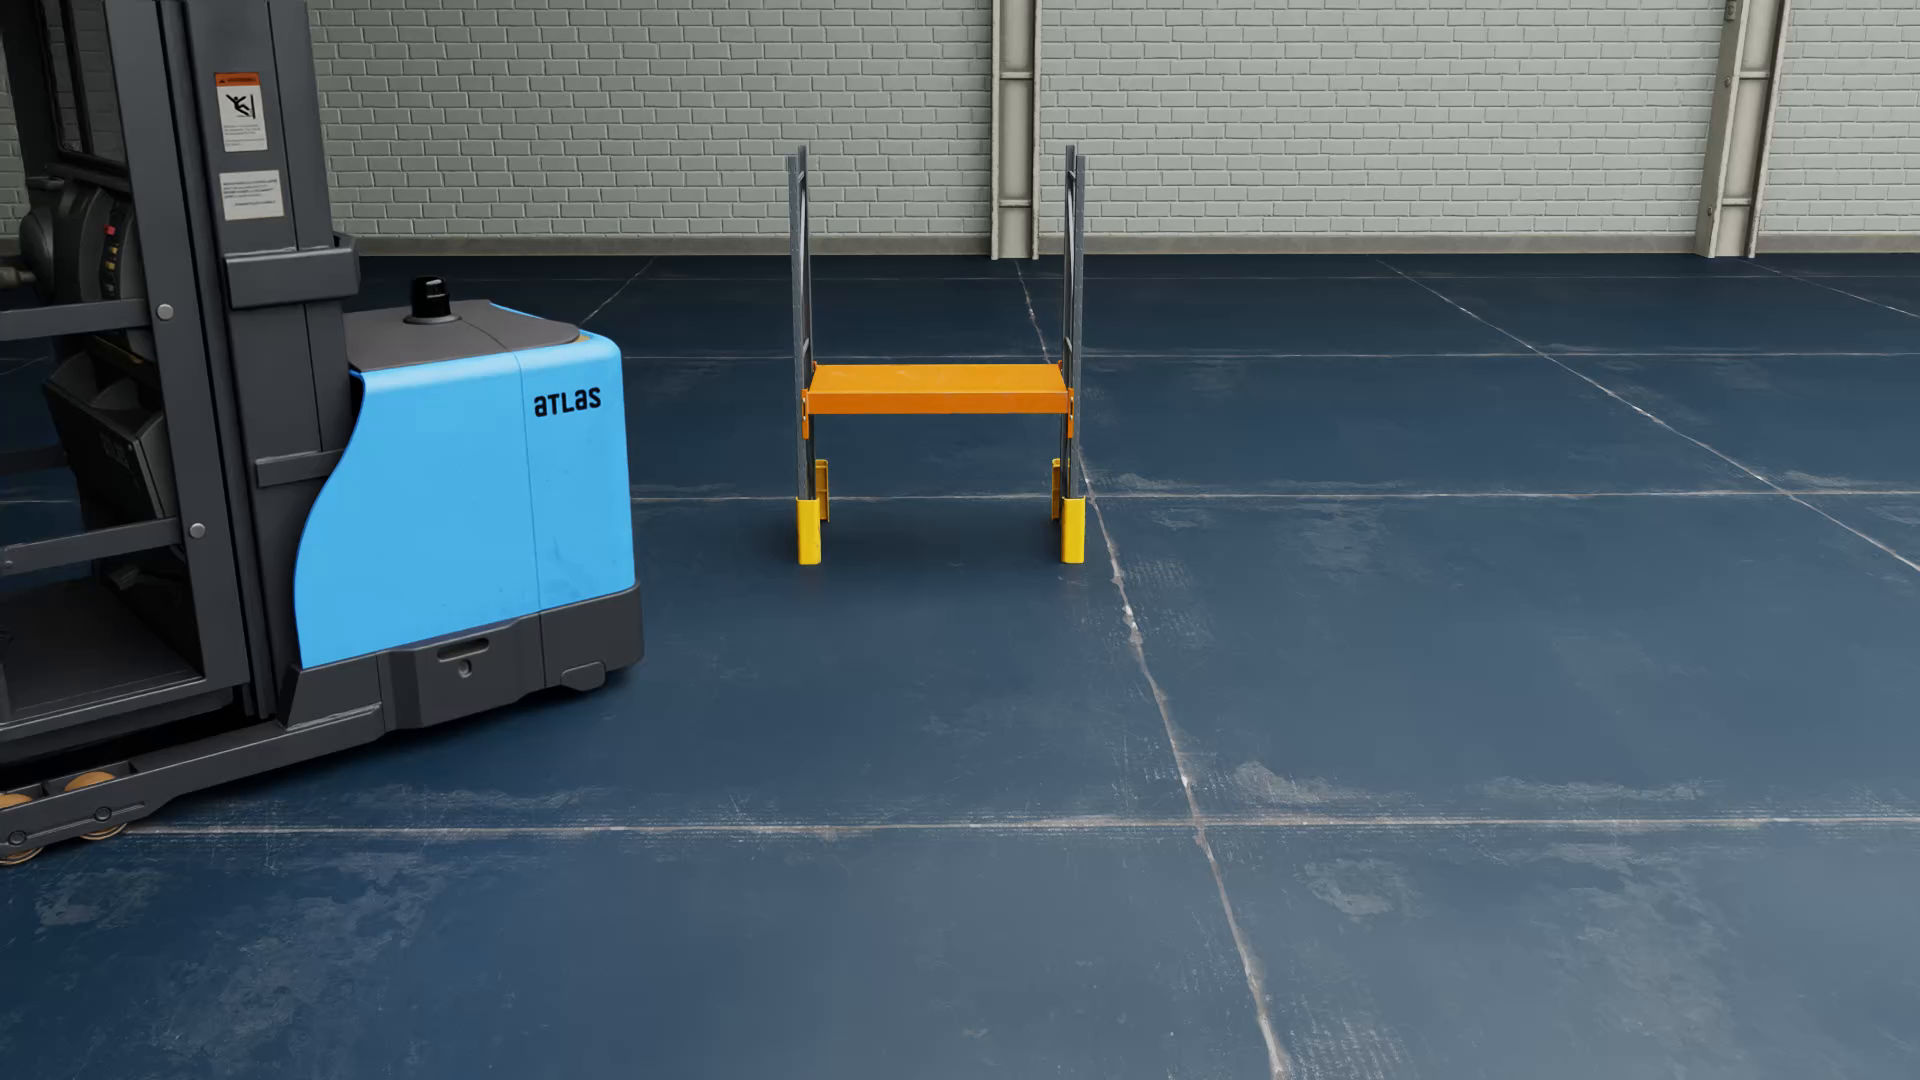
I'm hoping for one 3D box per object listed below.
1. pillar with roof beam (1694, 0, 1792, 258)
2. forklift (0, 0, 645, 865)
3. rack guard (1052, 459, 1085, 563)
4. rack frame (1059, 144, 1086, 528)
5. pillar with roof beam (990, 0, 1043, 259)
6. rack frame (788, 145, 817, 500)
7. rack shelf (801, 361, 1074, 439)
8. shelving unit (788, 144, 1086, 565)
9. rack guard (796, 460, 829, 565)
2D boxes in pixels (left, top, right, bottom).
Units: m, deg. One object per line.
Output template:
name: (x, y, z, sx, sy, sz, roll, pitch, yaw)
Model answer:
pillar with roof beam: (6.521, -5.380, 8.585, 0.400, 9.000, 9.100, 0, 18, -1)
forklift: (-2.435, -0.782, 4.188, 3.031, 2.935, 1.130, -15, 23, -38)
rack guard: (0.422, -0.121, 6.516, 0.087, 0.250, 0.587, 0, 18, -1)
rack frame: (0.423, -0.716, 6.325, 0.032, 1.500, 0.500, 0, 18, -1)
pillar with roof beam: (0.522, -5.351, 8.495, 0.400, 9.000, 9.100, 0, 18, -1)
rack frame: (-0.594, -0.711, 6.310, 0.032, 1.500, 0.500, 0, 18, -1)
rack shelf: (-0.085, -0.542, 6.372, 1.000, 0.185, 0.538, 0, 18, -1)
shelving unit: (-0.076, -0.714, 6.317, 1.083, 1.500, 0.587, 0, 18, -1)
rack guard: (-0.574, -0.116, 6.501, 0.087, 0.250, 0.587, 0, 18, -1)
